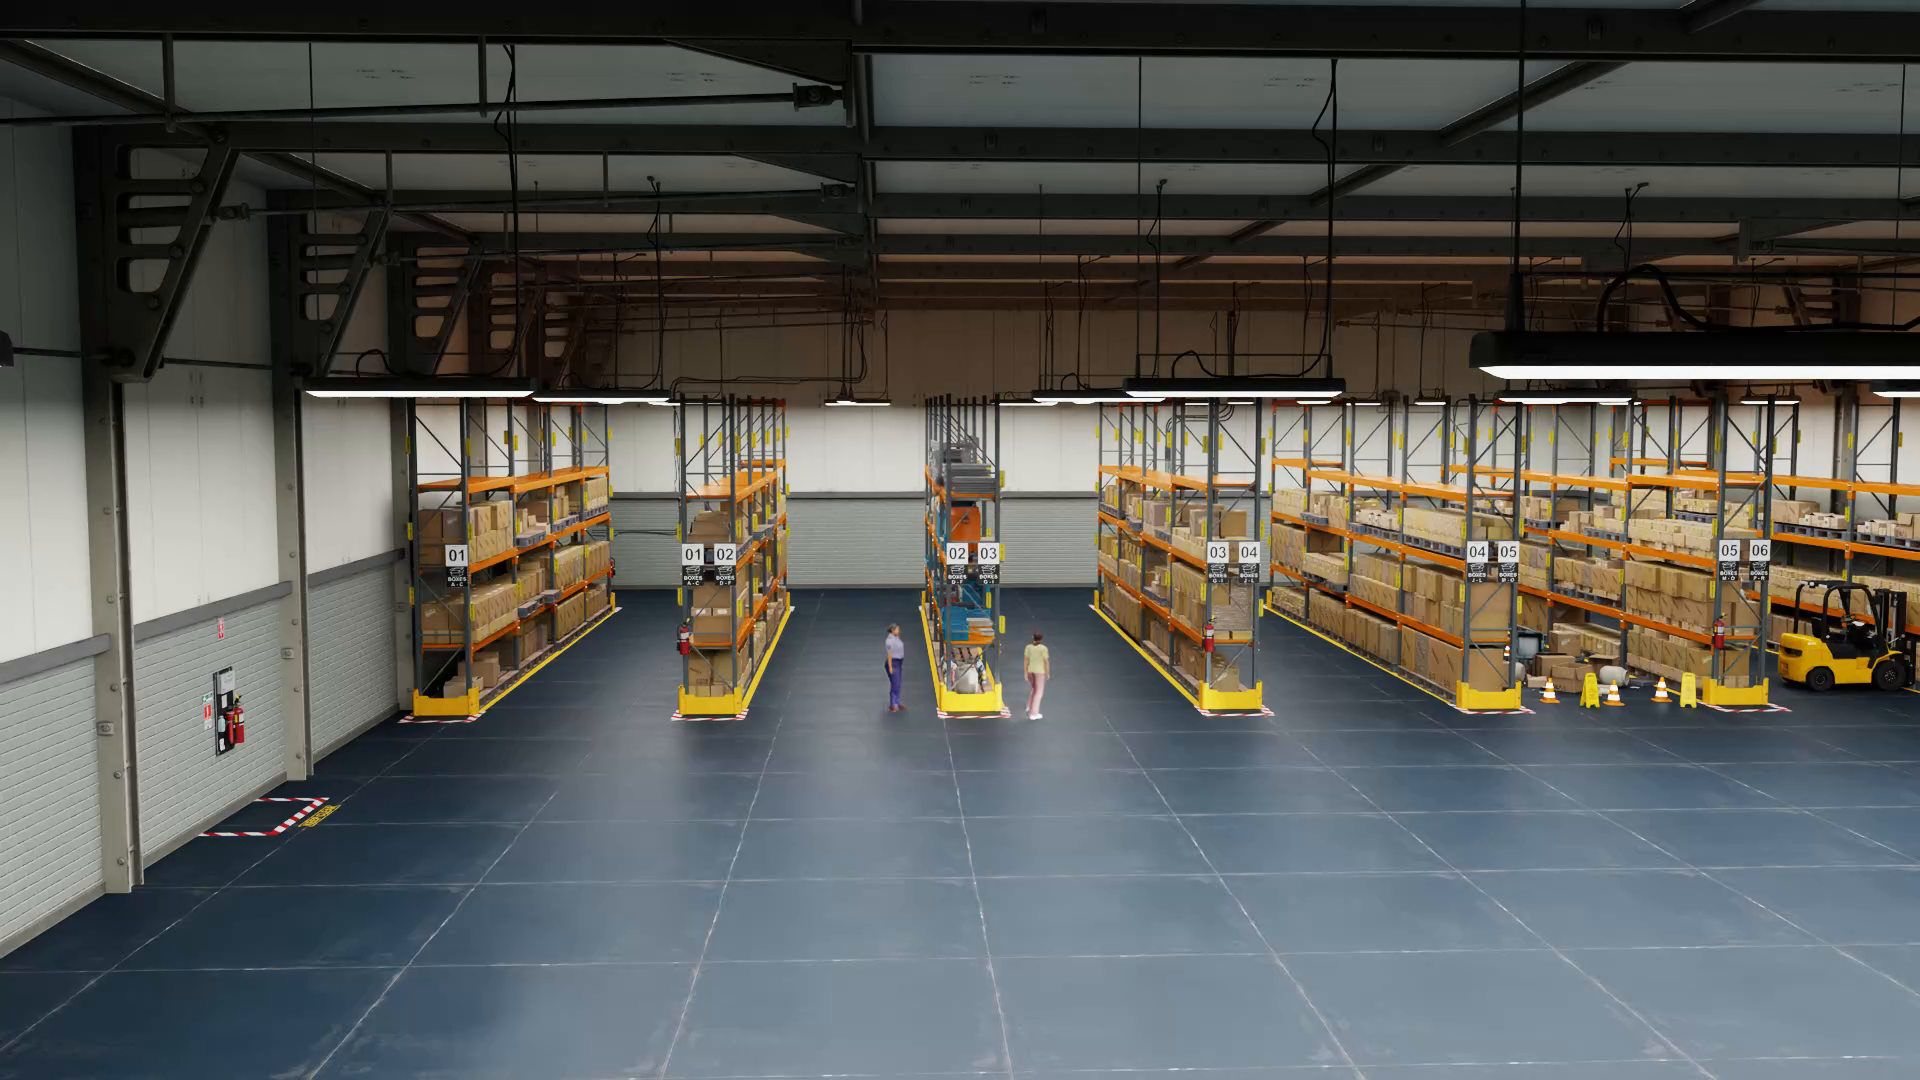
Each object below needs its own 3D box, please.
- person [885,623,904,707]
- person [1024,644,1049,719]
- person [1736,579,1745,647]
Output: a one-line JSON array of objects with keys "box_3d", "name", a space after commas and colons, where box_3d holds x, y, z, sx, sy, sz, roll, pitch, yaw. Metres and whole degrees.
[{"box_3d": [-1.256, 2.368, 31.621, 0.342, 1.584, 0.559, 1, 5, 9], "name": "person"}, {"box_3d": [1.417, 2.607, 30.540, 0.444, 1.429, 0.338, 4, 6, 42], "name": "person"}, {"box_3d": [18.096, 1.749, 38.943, 0.504, 1.794, 0.598, 2, 5, 27], "name": "person"}]
